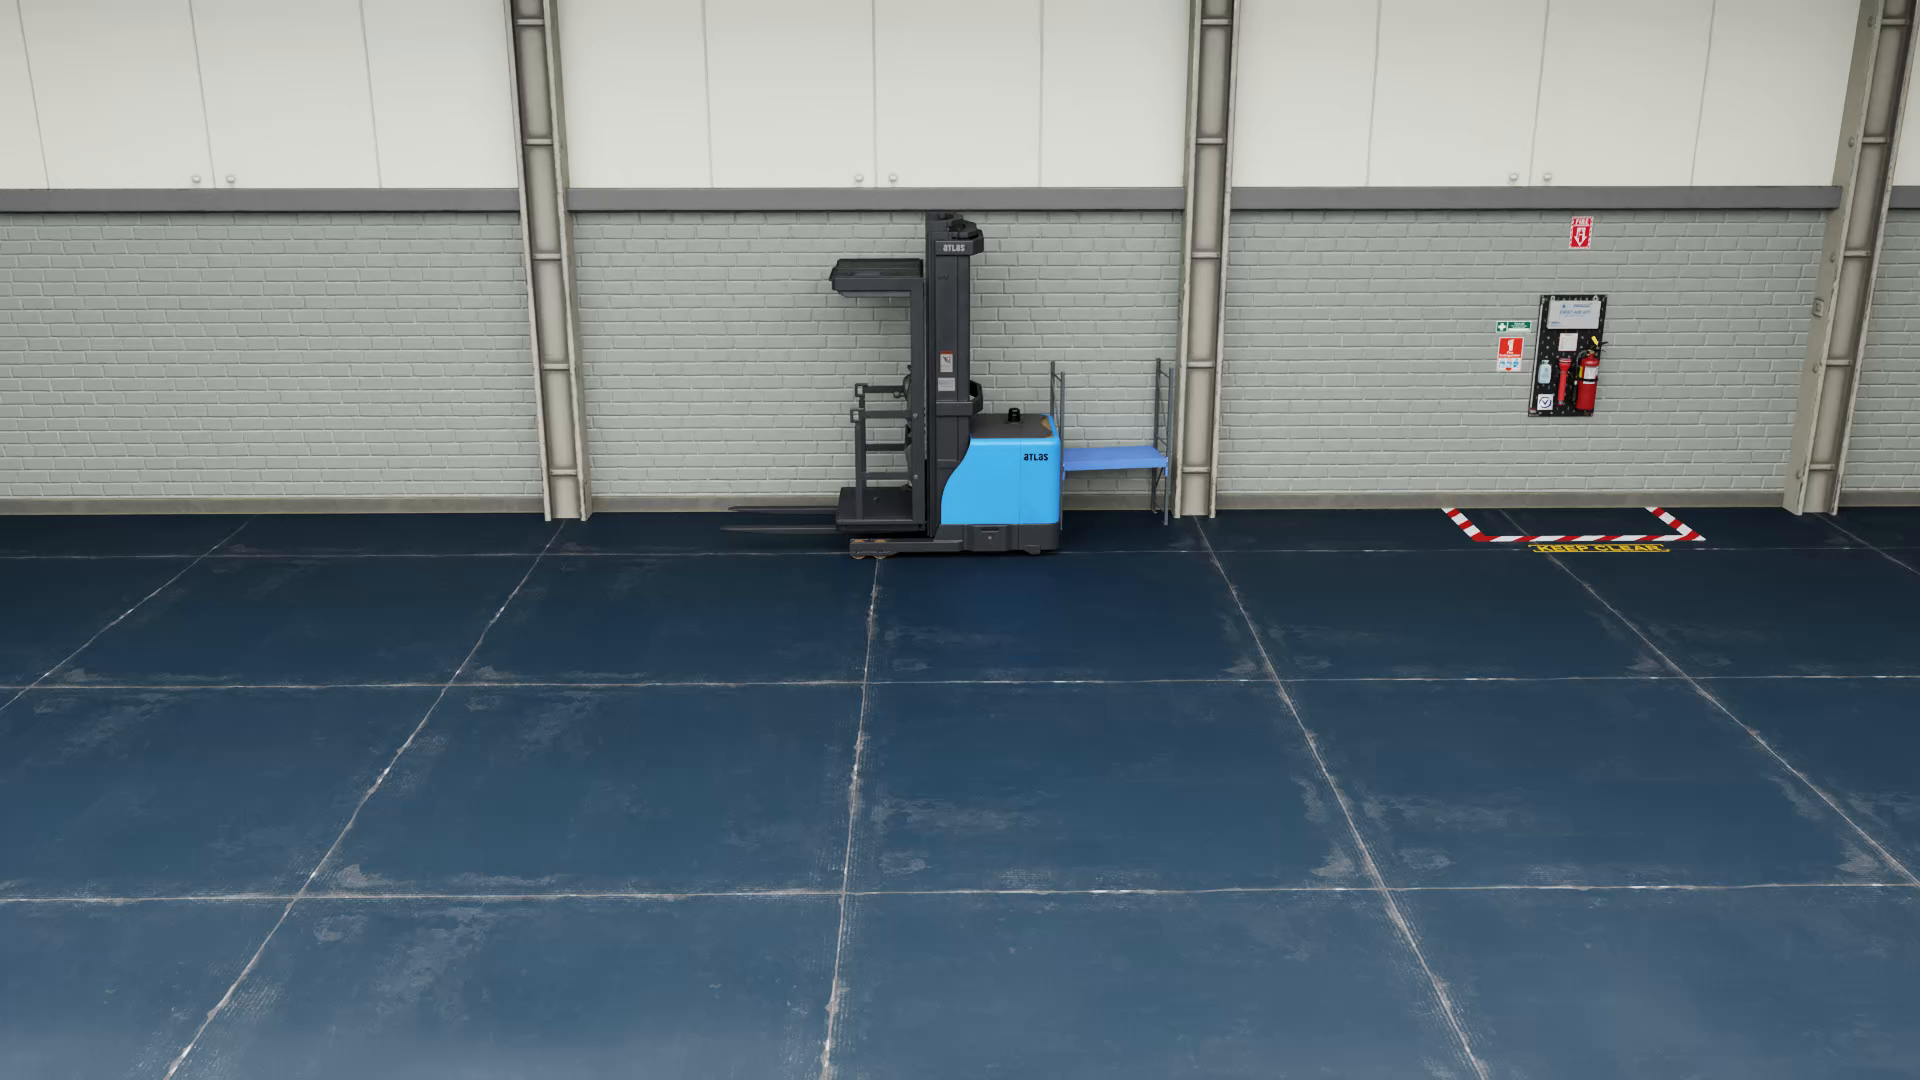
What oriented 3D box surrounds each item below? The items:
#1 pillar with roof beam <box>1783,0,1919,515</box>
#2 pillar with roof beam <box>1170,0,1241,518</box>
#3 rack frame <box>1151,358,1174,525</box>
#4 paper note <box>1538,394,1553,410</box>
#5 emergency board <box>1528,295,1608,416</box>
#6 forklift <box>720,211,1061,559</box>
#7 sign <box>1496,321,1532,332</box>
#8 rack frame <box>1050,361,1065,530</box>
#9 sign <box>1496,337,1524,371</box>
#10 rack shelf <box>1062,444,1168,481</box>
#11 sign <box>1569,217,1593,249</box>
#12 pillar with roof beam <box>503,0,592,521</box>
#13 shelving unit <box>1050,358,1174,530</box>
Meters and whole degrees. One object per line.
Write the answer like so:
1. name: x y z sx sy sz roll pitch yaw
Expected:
1. pillar with roof beam: 8.312 -3.259 10.677 0.400 9.000 9.100 0 18 -1
2. pillar with roof beam: 2.313 -3.230 10.586 0.400 9.000 9.100 0 18 -1
3. rack frame: 1.908 -0.930 15.694 0.032 1.500 0.500 -3 18 -8
4. paper note: 5.594 -1.317 15.888 0.142 0.148 0.016 0 18 -1
5. emergency board: 5.772 -1.717 15.691 0.643 1.169 0.194 0 18 -1
6. forklift: -0.630 -1.392 14.790 3.031 2.935 1.130 0 18 -1
7. sign: 5.223 -2.012 15.686 0.331 0.109 0.001 0 18 -1
8. rack frame: 0.902 -0.884 15.551 0.032 1.500 0.500 -3 18 -8
9. sign: 5.218 -1.763 15.775 0.234 0.329 0.001 0 18 -1
10. rack shelf: 1.405 -0.736 15.677 1.000 0.185 0.538 -3 18 -8
11. sign: 5.763 -2.851 15.431 0.199 0.298 0.001 0 18 -1
12. pillar with roof beam: -3.687 -3.201 10.496 0.400 9.000 9.100 0 18 -1
13. shelving unit: 1.405 -0.907 15.623 1.048 1.500 0.538 -3 18 -8
